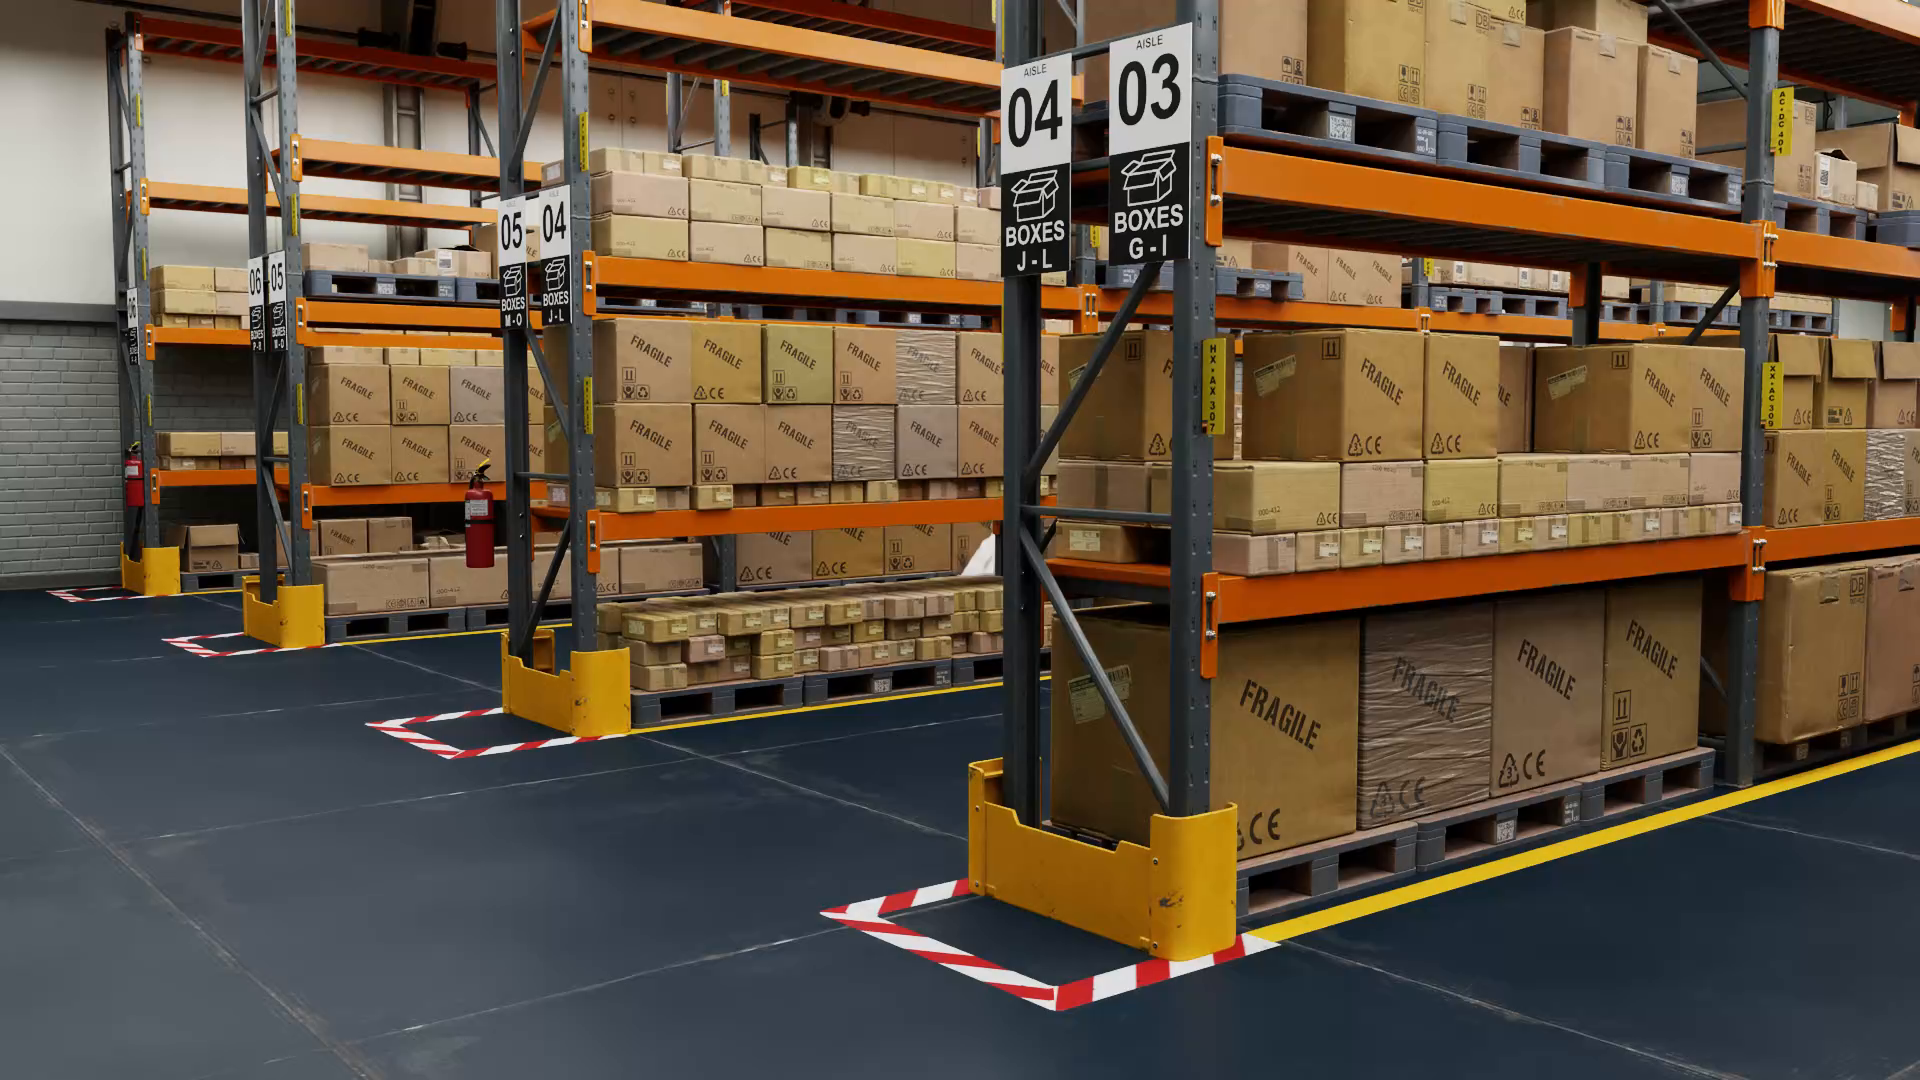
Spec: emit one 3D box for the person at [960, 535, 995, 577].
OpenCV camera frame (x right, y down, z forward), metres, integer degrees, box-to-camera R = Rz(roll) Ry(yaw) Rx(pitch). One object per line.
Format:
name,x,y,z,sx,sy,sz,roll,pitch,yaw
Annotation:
person,0.382,0.310,14.374,0.868,1.009,0.525,-3,5,-39
